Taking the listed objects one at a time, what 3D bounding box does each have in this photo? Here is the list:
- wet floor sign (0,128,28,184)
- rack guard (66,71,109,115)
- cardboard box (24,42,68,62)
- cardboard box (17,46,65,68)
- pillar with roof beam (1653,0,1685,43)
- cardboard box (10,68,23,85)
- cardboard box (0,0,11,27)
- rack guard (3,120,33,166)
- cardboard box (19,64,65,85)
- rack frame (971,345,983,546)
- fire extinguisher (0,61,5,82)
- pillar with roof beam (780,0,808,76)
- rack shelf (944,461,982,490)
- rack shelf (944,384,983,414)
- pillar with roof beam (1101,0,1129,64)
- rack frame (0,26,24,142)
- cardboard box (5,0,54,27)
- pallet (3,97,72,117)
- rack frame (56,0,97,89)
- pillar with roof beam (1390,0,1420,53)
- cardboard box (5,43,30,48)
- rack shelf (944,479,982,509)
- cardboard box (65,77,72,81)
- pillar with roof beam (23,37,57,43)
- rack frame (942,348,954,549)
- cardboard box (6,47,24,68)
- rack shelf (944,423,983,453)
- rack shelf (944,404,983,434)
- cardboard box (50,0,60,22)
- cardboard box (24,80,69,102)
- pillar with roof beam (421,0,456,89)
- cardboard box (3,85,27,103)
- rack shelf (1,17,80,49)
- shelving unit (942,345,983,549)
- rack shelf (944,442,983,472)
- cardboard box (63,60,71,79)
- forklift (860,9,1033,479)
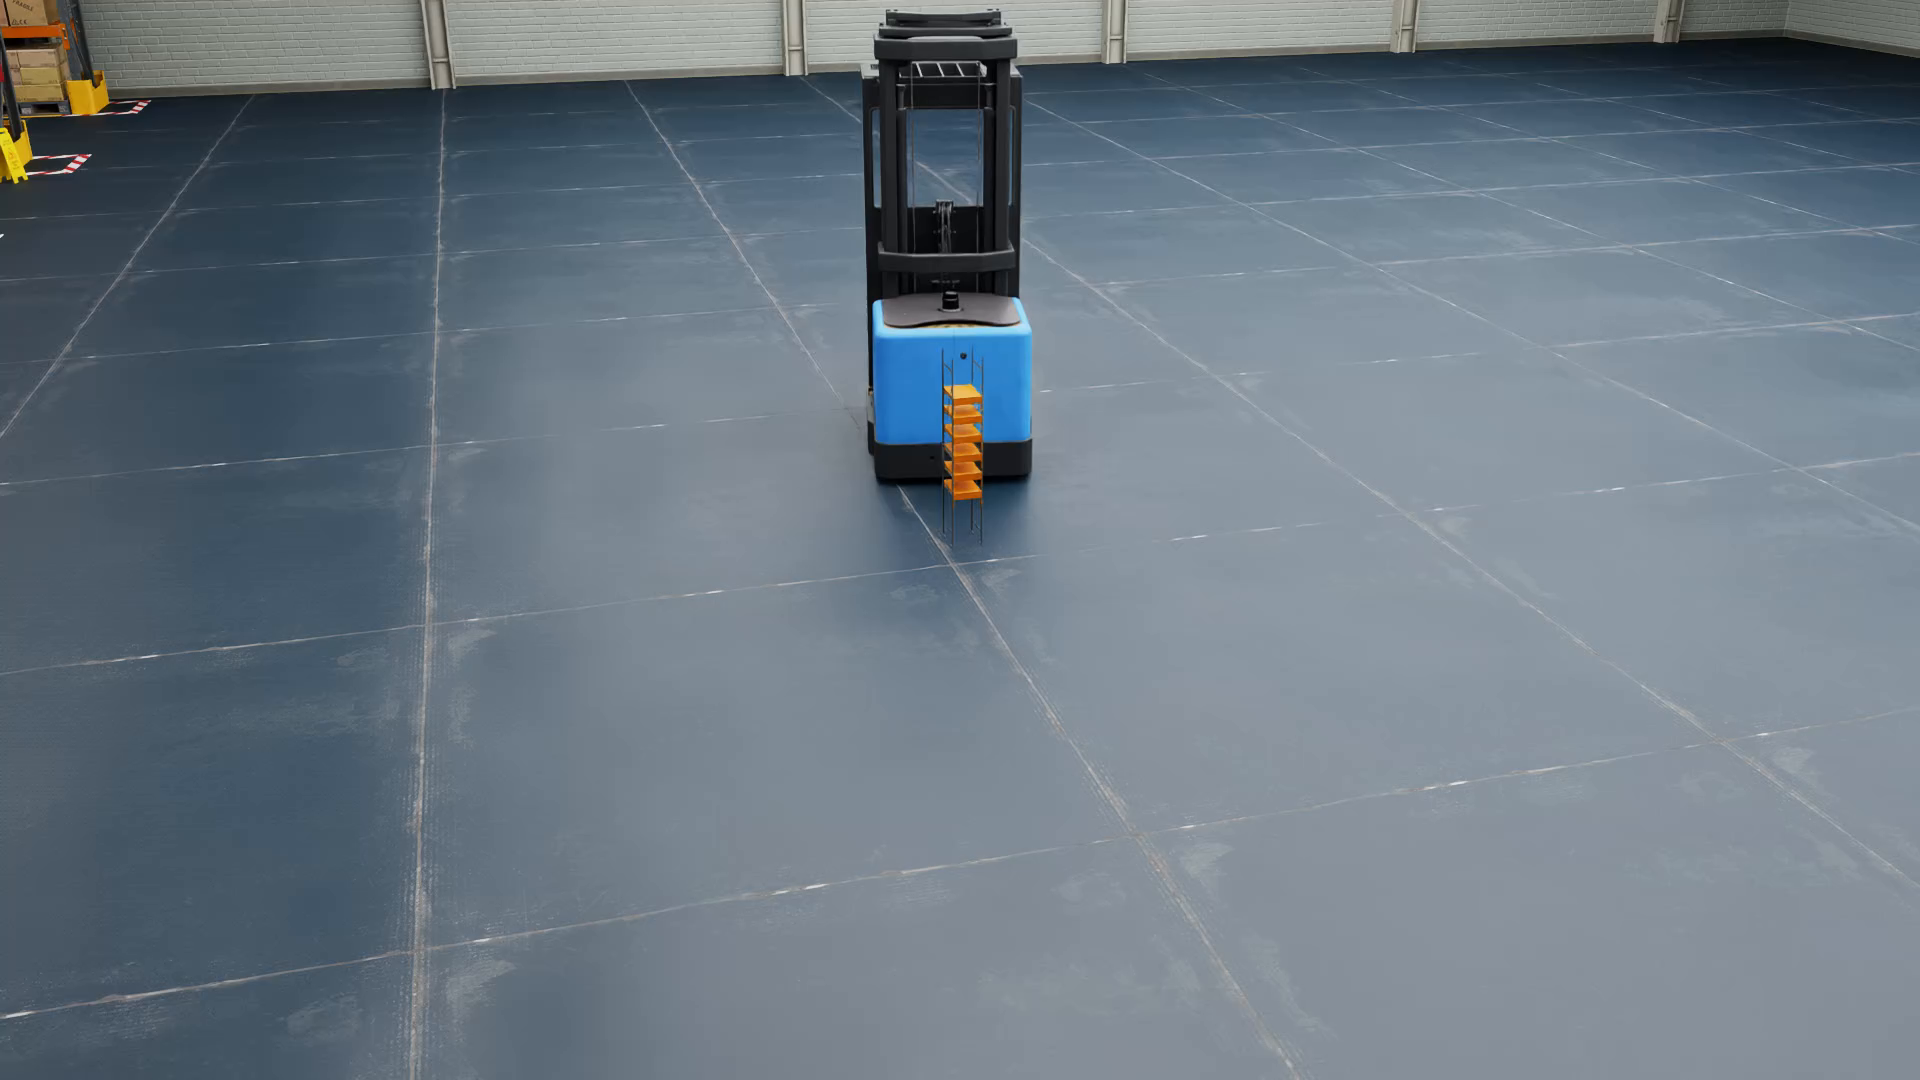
[{"bbox_3d":[-11.743,-4.743,20.486,0.232,0.644,0.267,2,23,4],"label":"wet floor sign"},{"bbox_3d":[-13.536,-6.949,25.811,0.348,0.500,1.175,-6,24,-14],"label":"rack guard"},{"bbox_3d":[-14.073,-7.505,25.623,0.500,0.250,0.500,-7,24,-15],"label":"cardboard box"},{"bbox_3d":[-13.918,-7.317,25.185,0.500,0.250,0.500,-5,24,-13],"label":"cardboard box"},{"bbox_3d":[15.575,-12.681,28.392,0.400,9.000,9.100,-6,24,-14],"label":"pillar with roof beam"},{"bbox_3d":[-14.429,-7.035,25.161,0.500,0.250,0.500,-7,24,-15],"label":"cardboard box"},{"bbox_3d":[-14.464,-7.937,24.818,0.500,0.500,0.500,-6,24,-13],"label":"cardboard box"},{"bbox_3d":[-12.288,-5.054,21.396,0.348,0.500,1.175,-6,24,-14],"label":"rack guard"},{"bbox_3d":[-13.943,-7.084,25.276,0.500,0.250,0.500,-7,24,-15],"label":"cardboard box"},{"bbox_3d":[0.102,-0.563,10.040,0.006,1.200,0.240,-6,24,-14],"label":"rack frame"},{"bbox_3d":[-11.980,-6.013,20.557,0.183,0.674,0.296,-6,24,-14],"label":"fire extinguisher"},{"bbox_3d":[-1.756,-10.764,23.924,0.400,9.000,9.100,-6,24,-14],"label":"pillar with roof beam"},{"bbox_3d":[0.014,-0.402,10.082,0.180,0.103,0.258,-6,24,-14],"label":"rack shelf"},{"bbox_3d":[0.014,-0.843,9.893,0.180,0.103,0.258,-6,24,-14],"label":"rack shelf"},{"bbox_3d":[4.021,-11.403,25.413,0.400,9.000,9.100,-6,24,-14],"label":"pillar with roof beam"},{"bbox_3d":[-12.215,-6.211,20.922,0.127,3.000,1.000,-6,24,-14],"label":"rack frame"},{"bbox_3d":[-13.962,-7.989,24.938,0.500,0.500,0.500,-7,24,-16],"label":"cardboard box"},{"bbox_3d":[-14.284,-6.717,25.635,1.213,0.211,1.003,-6,24,-14],"label":"pallet"},{"bbox_3d":[-13.559,-8.095,25.313,0.127,3.000,1.000,-6,24,-14],"label":"rack frame"},{"bbox_3d":[9.798,-12.042,26.903,0.400,9.000,9.100,-6,24,-14],"label":"pillar with roof beam"},{"bbox_3d":[-14.553,-7.450,25.496,0.500,0.250,0.500,-6,24,-14],"label":"cardboard box"},{"bbox_3d":[0.014,-0.292,10.129,0.180,0.103,0.258,-6,24,-14],"label":"rack shelf"},{"bbox_3d":[-14.085,-7.047,25.823,0.500,0.250,0.500,-6,24,-14],"label":"cardboard box"},{"bbox_3d":[-13.310,-9.486,20.945,0.400,9.000,9.100,-6,24,-14],"label":"pillar with roof beam"},{"bbox_3d":[-0.074,-0.543,9.994,0.006,1.200,0.240,-6,24,-14],"label":"rack frame"},{"bbox_3d":[-14.408,-7.260,25.053,0.500,0.250,0.500,-6,24,-13],"label":"cardboard box"},{"bbox_3d":[0.014,-0.622,9.987,0.180,0.103,0.258,-6,24,-14],"label":"rack shelf"},{"bbox_3d":[0.014,-0.733,9.940,0.180,0.103,0.258,-6,24,-14],"label":"rack shelf"},{"bbox_3d":[-14.111,-8.194,25.416,0.500,0.500,0.500,-6,24,-13],"label":"cardboard box"},{"bbox_3d":[-13.926,-6.855,25.376,0.500,0.250,0.500,-6,24,-14],"label":"cardboard box"},{"bbox_3d":[-7.533,-10.125,22.435,0.400,9.000,9.100,-6,24,-14],"label":"pillar with roof beam"},{"bbox_3d":[-14.408,-6.805,25.261,0.500,0.250,0.500,-6,24,-14],"label":"cardboard box"},{"bbox_3d":[-15.485,-7.552,24.958,4.000,0.370,1.077,-6,24,-14],"label":"rack shelf"},{"bbox_3d":[0.014,-0.553,10.017,0.189,1.200,0.258,-6,24,-14],"label":"shelving unit"},{"bbox_3d":[0.014,-0.512,10.035,0.180,0.103,0.258,-6,24,-14],"label":"rack shelf"},{"bbox_3d":[-14.068,-7.283,25.740,0.500,0.250,0.500,-6,24,-13],"label":"cardboard box"},{"bbox_3d":[-0.139,-2.294,11.879,1.130,2.935,3.031,-2,23,-4],"label":"forklift"}]
